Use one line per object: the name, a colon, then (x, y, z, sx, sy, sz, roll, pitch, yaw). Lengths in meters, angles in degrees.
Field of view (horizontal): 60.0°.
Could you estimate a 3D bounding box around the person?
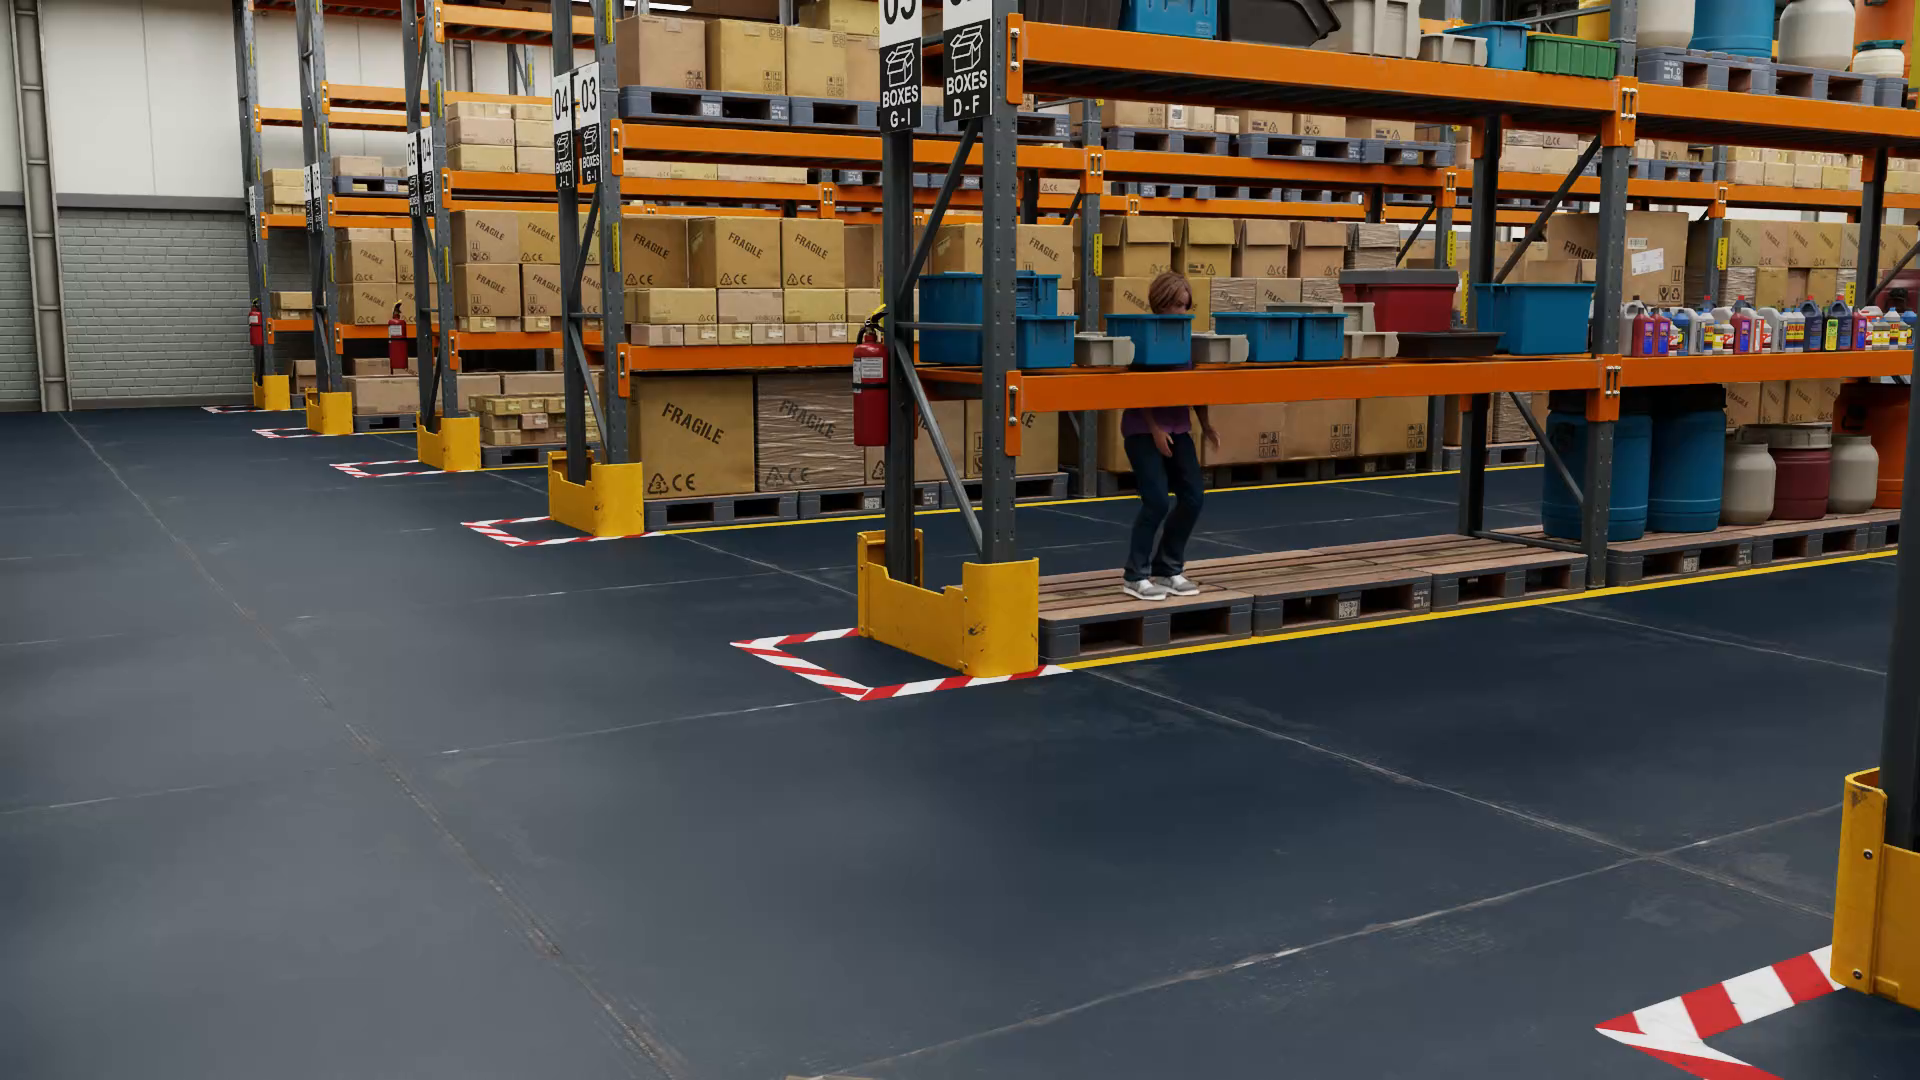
person: (0.999, -0.498, 7.977, 0.430, 1.561, 0.421, -6, 10, -35)
